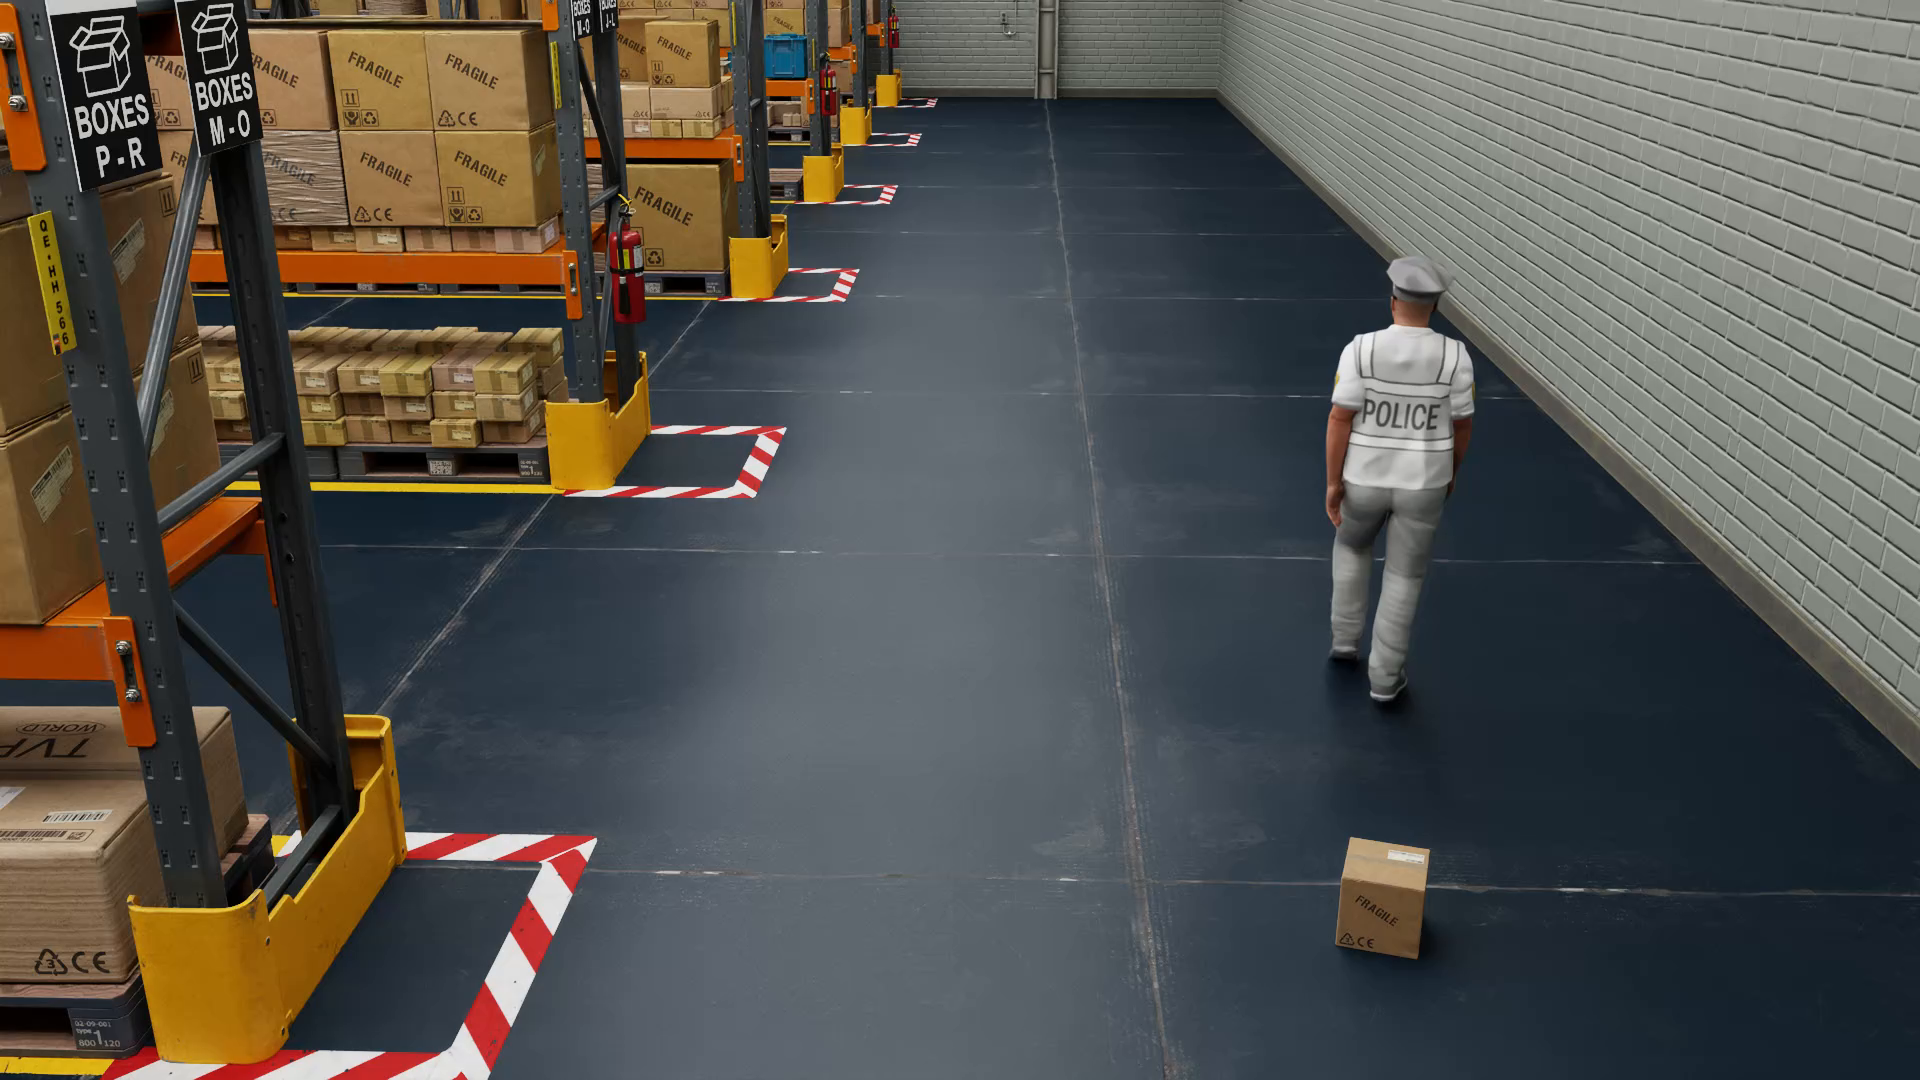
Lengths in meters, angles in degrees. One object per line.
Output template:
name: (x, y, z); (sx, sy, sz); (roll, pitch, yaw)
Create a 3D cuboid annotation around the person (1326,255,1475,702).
person: (1.744, -0.216, 6.675); (0.548, 1.841, 0.628); (6, 22, 16)
